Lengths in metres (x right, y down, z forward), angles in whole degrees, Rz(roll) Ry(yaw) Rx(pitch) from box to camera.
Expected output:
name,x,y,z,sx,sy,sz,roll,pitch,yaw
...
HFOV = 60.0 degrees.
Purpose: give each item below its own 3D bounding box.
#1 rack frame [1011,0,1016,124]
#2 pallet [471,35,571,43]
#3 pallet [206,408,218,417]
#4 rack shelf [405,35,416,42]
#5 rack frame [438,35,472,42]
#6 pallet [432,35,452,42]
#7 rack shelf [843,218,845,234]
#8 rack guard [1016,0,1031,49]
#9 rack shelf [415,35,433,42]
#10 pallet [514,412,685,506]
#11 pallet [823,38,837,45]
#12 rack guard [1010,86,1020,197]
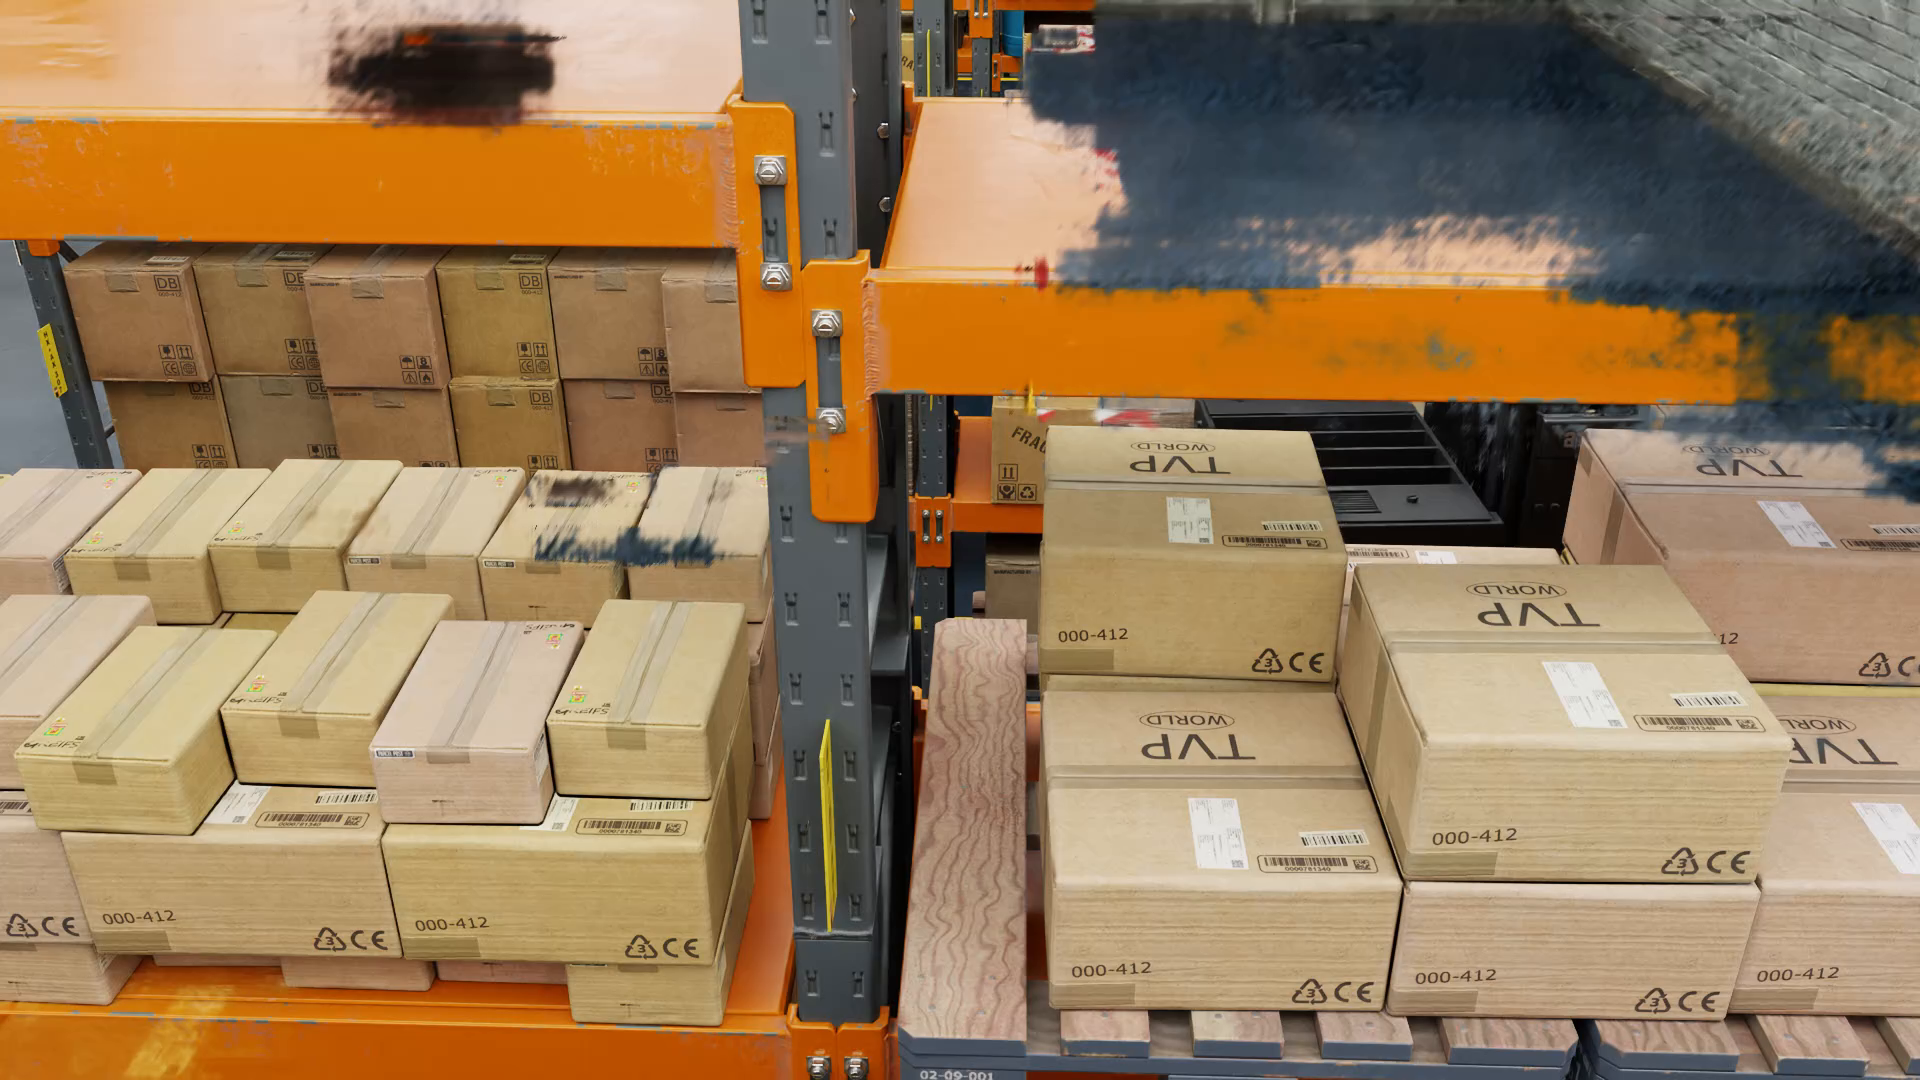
name,x,y,z,sx,sy,sz,roll,pitch,yaw
rack frame,12.511,-7.349,20.911,0.127,3.000,1.000,1,28,2
pallet,7.911,-8.480,26.021,1.213,0.211,1.003,1,28,2
pallet,9.072,-3.871,17.327,1.213,0.211,1.003,1,28,2
rack shelf,6.515,-7.131,21.267,4.000,0.370,1.077,1,28,2
rack frame,8.514,-7.415,21.036,0.127,3.000,1.000,1,28,2
pallet,6.689,-8.498,26.056,1.213,0.211,1.003,1,28,2
rack shelf,10.334,-4.746,16.768,4.000,0.370,1.077,1,28,2
rack guard,12.707,-8.563,25.870,0.348,0.500,1.175,1,28,2
rack shelf,10.513,-7.064,21.142,4.000,0.370,1.077,1,28,2
pallet,10.294,-3.852,17.291,1.213,0.211,1.003,1,28,2
pallet,10.665,-8.434,25.935,1.213,0.211,1.003,1,28,2
rack guard,12.436,-6.246,21.499,0.348,0.500,1.175,1,28,2
